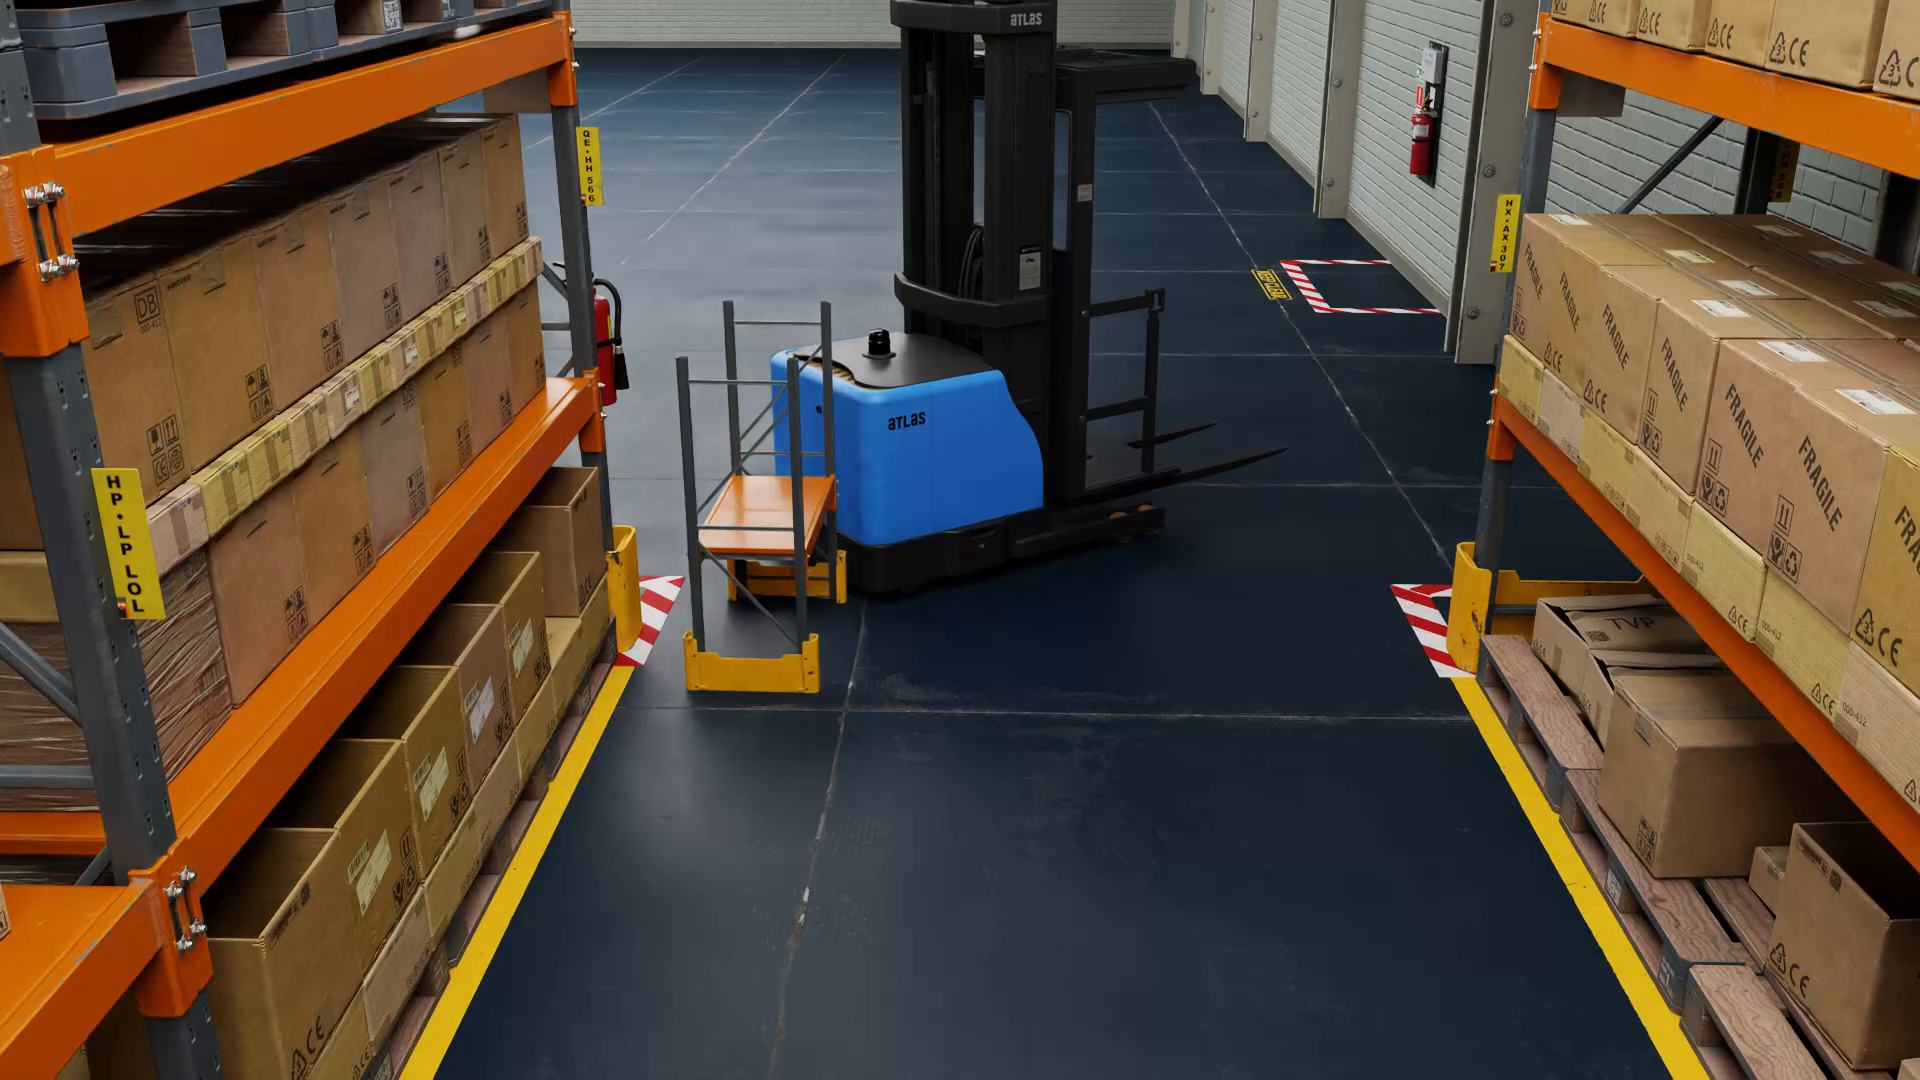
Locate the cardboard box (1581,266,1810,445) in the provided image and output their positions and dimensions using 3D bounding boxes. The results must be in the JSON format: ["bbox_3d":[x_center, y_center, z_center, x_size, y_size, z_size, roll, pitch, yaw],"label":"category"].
[{"bbox_3d":[2.484,-0.637,5.666,0.500,0.500,0.500,0,21,0],"label":"cardboard box"}]

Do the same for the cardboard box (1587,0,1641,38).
[{"bbox_3d":[2.534,-2.025,5.788,0.500,0.500,0.500,2,21,5],"label":"cardboard box"}]

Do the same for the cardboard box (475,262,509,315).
[{"bbox_3d":[-1.941,-0.957,6.314,0.380,0.149,0.250,0,21,1],"label":"cardboard box"}]

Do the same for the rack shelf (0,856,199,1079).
[{"bbox_3d":[-2.288,1.569,1.832,1.077,0.370,4.000,1,21,2],"label":"rack shelf"}]

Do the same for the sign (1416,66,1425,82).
[{"bbox_3d":[4.096,-4.143,14.778,0.001,0.109,0.331,1,21,2],"label":"sign"}]

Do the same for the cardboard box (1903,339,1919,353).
[{"bbox_3d":[2.988,-0.260,4.695,0.500,0.500,0.500,1,21,3],"label":"cardboard box"}]

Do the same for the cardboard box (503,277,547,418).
[{"bbox_3d":[-2.133,-0.813,6.840,0.700,0.500,0.500,1,21,2],"label":"cardboard box"}]

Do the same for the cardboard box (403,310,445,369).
[{"bbox_3d":[-1.965,-0.676,5.590,0.380,0.149,0.250,1,21,3],"label":"cardboard box"}]

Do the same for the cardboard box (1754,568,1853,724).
[{"bbox_3d":[2.459,0.270,4.366,0.500,0.250,0.500,1,21,2],"label":"cardboard box"}]

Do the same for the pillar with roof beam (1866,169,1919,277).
[{"bbox_3d":[-0.614,-3.464,5.516,9.100,9.000,0.400,1,21,2],"label":"pillar with roof beam"}]

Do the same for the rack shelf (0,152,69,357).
[{"bbox_3d":[-2.288,0.171,1.289,1.077,0.370,4.000,1,21,2],"label":"rack shelf"}]

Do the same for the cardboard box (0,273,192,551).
[{"bbox_3d":[-2.220,-0.301,3.727,0.700,0.500,0.500,1,21,2],"label":"cardboard box"}]

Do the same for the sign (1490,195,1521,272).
[{"bbox_3d":[2.304,-1.292,7.015,0.100,0.325,0.005,1,21,2],"label":"sign"}]

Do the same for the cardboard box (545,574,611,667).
[{"bbox_3d":[-1.827,0.348,7.206,0.500,0.250,0.500,1,21,2],"label":"cardboard box"}]

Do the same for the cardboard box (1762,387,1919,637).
[{"bbox_3d":[2.439,-0.080,4.231,0.500,0.500,0.500,1,21,1],"label":"cardboard box"}]

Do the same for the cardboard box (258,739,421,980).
[{"bbox_3d":[-1.893,0.902,4.741,0.500,0.500,0.500,1,21,2],"label":"cardboard box"}]

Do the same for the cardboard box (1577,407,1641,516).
[{"bbox_3d":[2.491,-0.277,5.775,0.500,0.250,0.500,0,21,1],"label":"cardboard box"}]

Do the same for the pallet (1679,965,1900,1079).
[{"bbox_3d":[2.709,1.621,4.560,1.003,0.211,1.213,1,21,2],"label":"pallet"}]

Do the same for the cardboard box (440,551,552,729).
[{"bbox_3d":[-1.840,0.360,6.138,0.500,0.500,0.500,1,21,2],"label":"cardboard box"}]

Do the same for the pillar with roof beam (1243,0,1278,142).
[{"bbox_3d":[-0.066,-9.972,22.289,9.100,9.000,0.400,1,21,2],"label":"pillar with roof beam"}]

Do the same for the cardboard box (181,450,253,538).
[{"bbox_3d":[-2.012,-0.117,4.150,0.380,0.149,0.250,0,21,0],"label":"cardboard box"}]

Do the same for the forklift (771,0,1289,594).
[{"bbox_3d":[0.513,-1.495,8.829,3.031,2.935,1.130,-14,25,-32],"label":"forklift"}]

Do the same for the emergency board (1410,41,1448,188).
[{"bbox_3d":[3.985,-3.682,14.372,0.194,1.169,0.643,1,21,2],"label":"emergency board"}]

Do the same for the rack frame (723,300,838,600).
[{"bbox_3d":[-0.855,-0.413,8.020,0.500,1.500,0.032,1,21,3],"label":"rack frame"}]

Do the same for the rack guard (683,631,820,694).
[{"bbox_3d":[-0.912,0.536,7.301,0.587,0.250,0.087,1,21,3],"label":"rack guard"}]

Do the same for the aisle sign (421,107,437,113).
[{"bbox_3d":[-2.410,-2.174,6.893,0.394,0.787,0.004,1,21,2],"label":"aisle sign"}]

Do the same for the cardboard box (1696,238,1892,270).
[{"bbox_3d":[3.019,-0.817,6.130,0.500,0.500,0.500,1,21,2],"label":"cardboard box"}]

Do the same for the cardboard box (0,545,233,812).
[{"bbox_3d":[-2.220,0.304,3.961,0.700,0.500,0.500,0,21,0],"label":"cardboard box"}]

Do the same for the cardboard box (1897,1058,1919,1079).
[{"bbox_3d":[2.711,1.486,4.361,0.380,0.166,0.250,-2,21,-5],"label":"cardboard box"}]

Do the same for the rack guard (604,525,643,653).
[{"bbox_3d":[-2.105,0.221,7.768,1.175,0.500,0.348,1,21,2],"label":"rack guard"}]

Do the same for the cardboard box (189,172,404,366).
[{"bbox_3d":[-2.174,-0.845,5.130,0.700,0.500,0.500,1,21,2],"label":"cardboard box"}]

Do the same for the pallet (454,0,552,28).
[{"bbox_3d":[-2.153,-2.037,6.108,1.003,0.211,1.213,1,21,2],"label":"pallet"}]

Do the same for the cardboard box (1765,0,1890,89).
[{"bbox_3d":[2.500,-1.459,4.330,0.500,0.500,0.500,0,21,0],"label":"cardboard box"}]

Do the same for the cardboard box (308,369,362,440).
[{"bbox_3d":[-1.990,-0.399,4.876,0.380,0.149,0.250,0,21,0],"label":"cardboard box"}]

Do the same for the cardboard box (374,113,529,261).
[{"bbox_3d":[-2.134,-1.399,6.556,0.700,0.500,0.500,1,21,2],"label":"cardboard box"}]

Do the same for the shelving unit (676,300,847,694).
[{"bbox_3d":[-0.884,-0.226,7.538,0.587,1.500,1.083,1,21,3],"label":"shelving unit"}]

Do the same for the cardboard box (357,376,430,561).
[{"bbox_3d":[-2.177,-0.254,5.398,0.700,0.500,0.500,1,21,3],"label":"cardboard box"}]

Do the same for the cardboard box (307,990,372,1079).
[{"bbox_3d":[-1.910,1.433,4.411,0.500,0.250,0.500,1,21,2],"label":"cardboard box"}]

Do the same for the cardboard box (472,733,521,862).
[{"bbox_3d":[-1.860,0.890,5.808,0.500,0.250,0.500,1,21,2],"label":"cardboard box"}]

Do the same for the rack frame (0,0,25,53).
[{"bbox_3d":[-2.227,-2.286,2.480,1.000,3.000,0.127,1,21,2],"label":"rack frame"}]

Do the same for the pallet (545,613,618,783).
[{"bbox_3d":[-2.087,0.642,7.084,1.003,0.211,1.213,1,21,2],"label":"pallet"}]

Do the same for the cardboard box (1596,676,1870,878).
[{"bbox_3d":[2.645,0.798,5.673,0.700,0.500,0.500,-1,21,-2],"label":"cardboard box"}]
